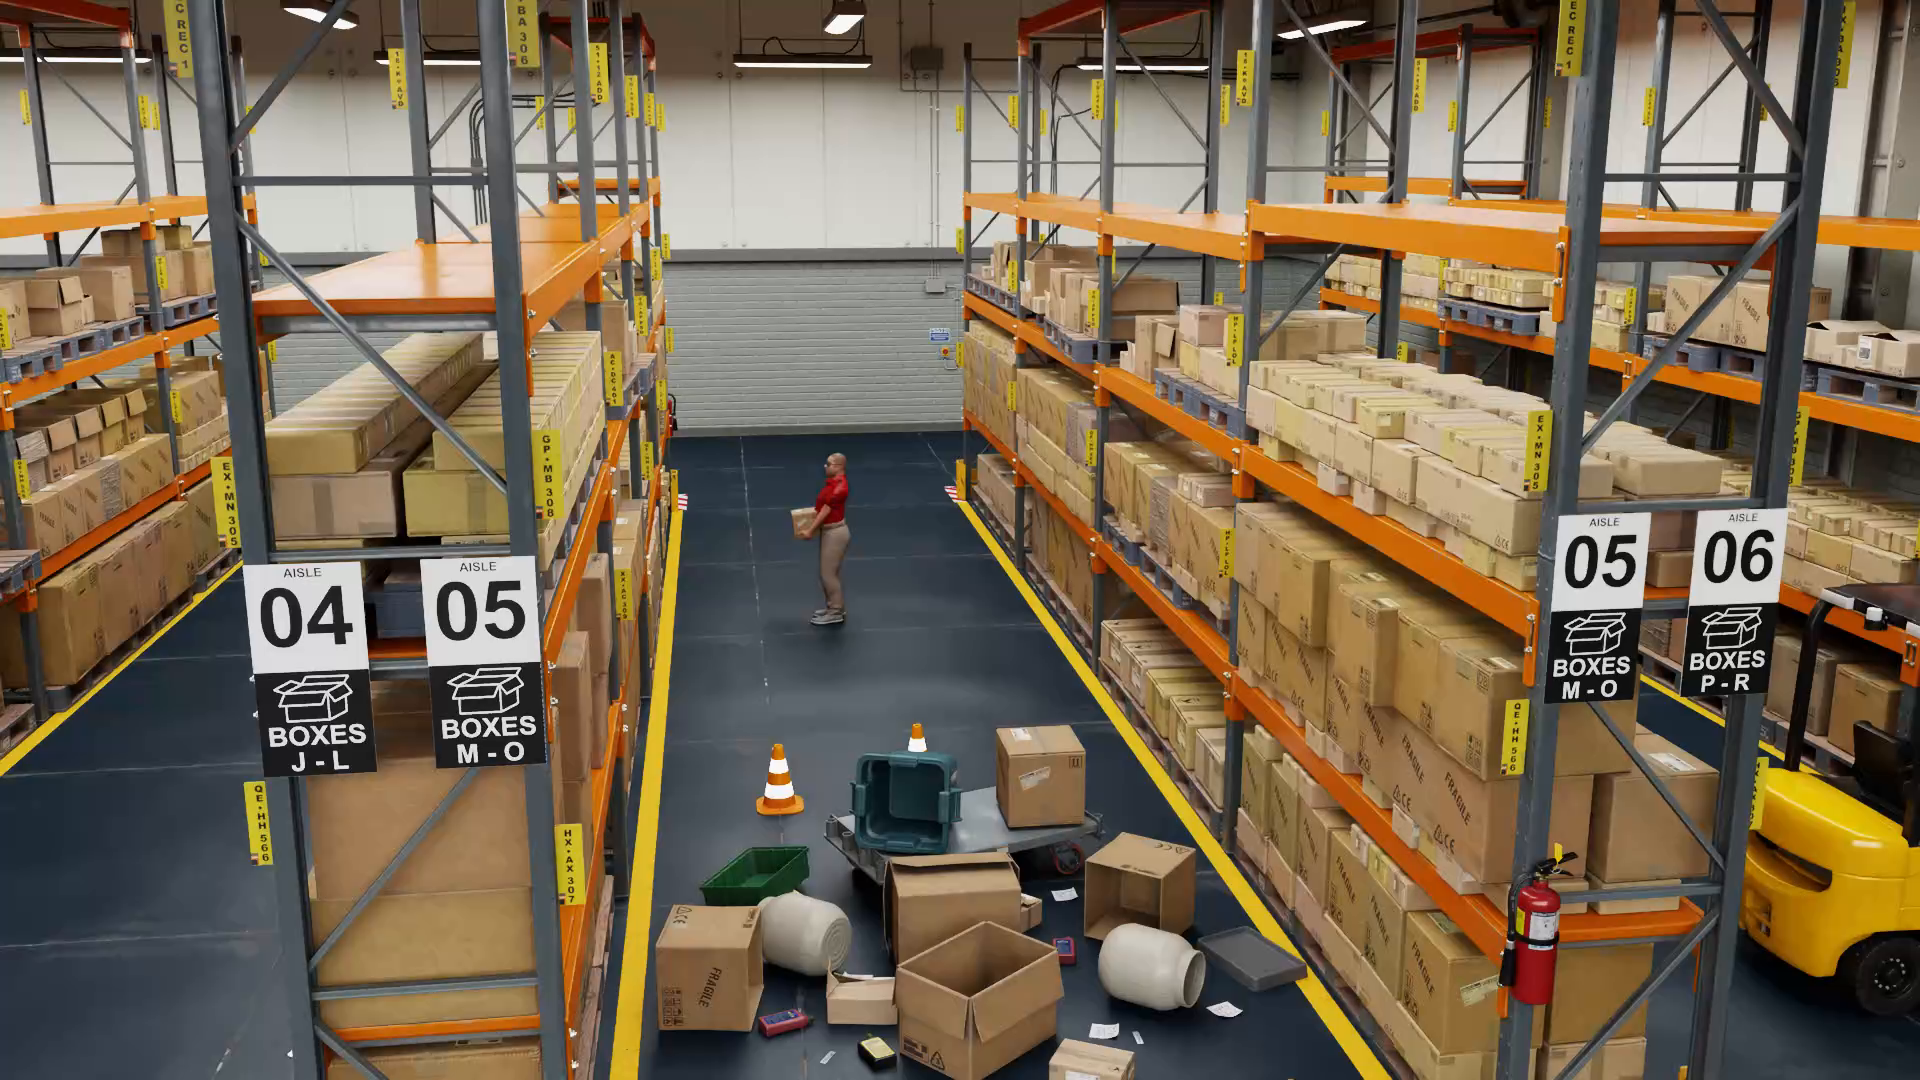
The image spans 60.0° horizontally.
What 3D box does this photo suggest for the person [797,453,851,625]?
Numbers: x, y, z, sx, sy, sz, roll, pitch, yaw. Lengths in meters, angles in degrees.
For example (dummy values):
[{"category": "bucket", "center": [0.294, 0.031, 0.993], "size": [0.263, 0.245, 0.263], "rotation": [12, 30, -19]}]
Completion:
[{"category": "person", "center": [-1.366, -0.021, 16.638], "size": [0.538, 1.718, 0.494], "rotation": [-2, 13, -7]}]
